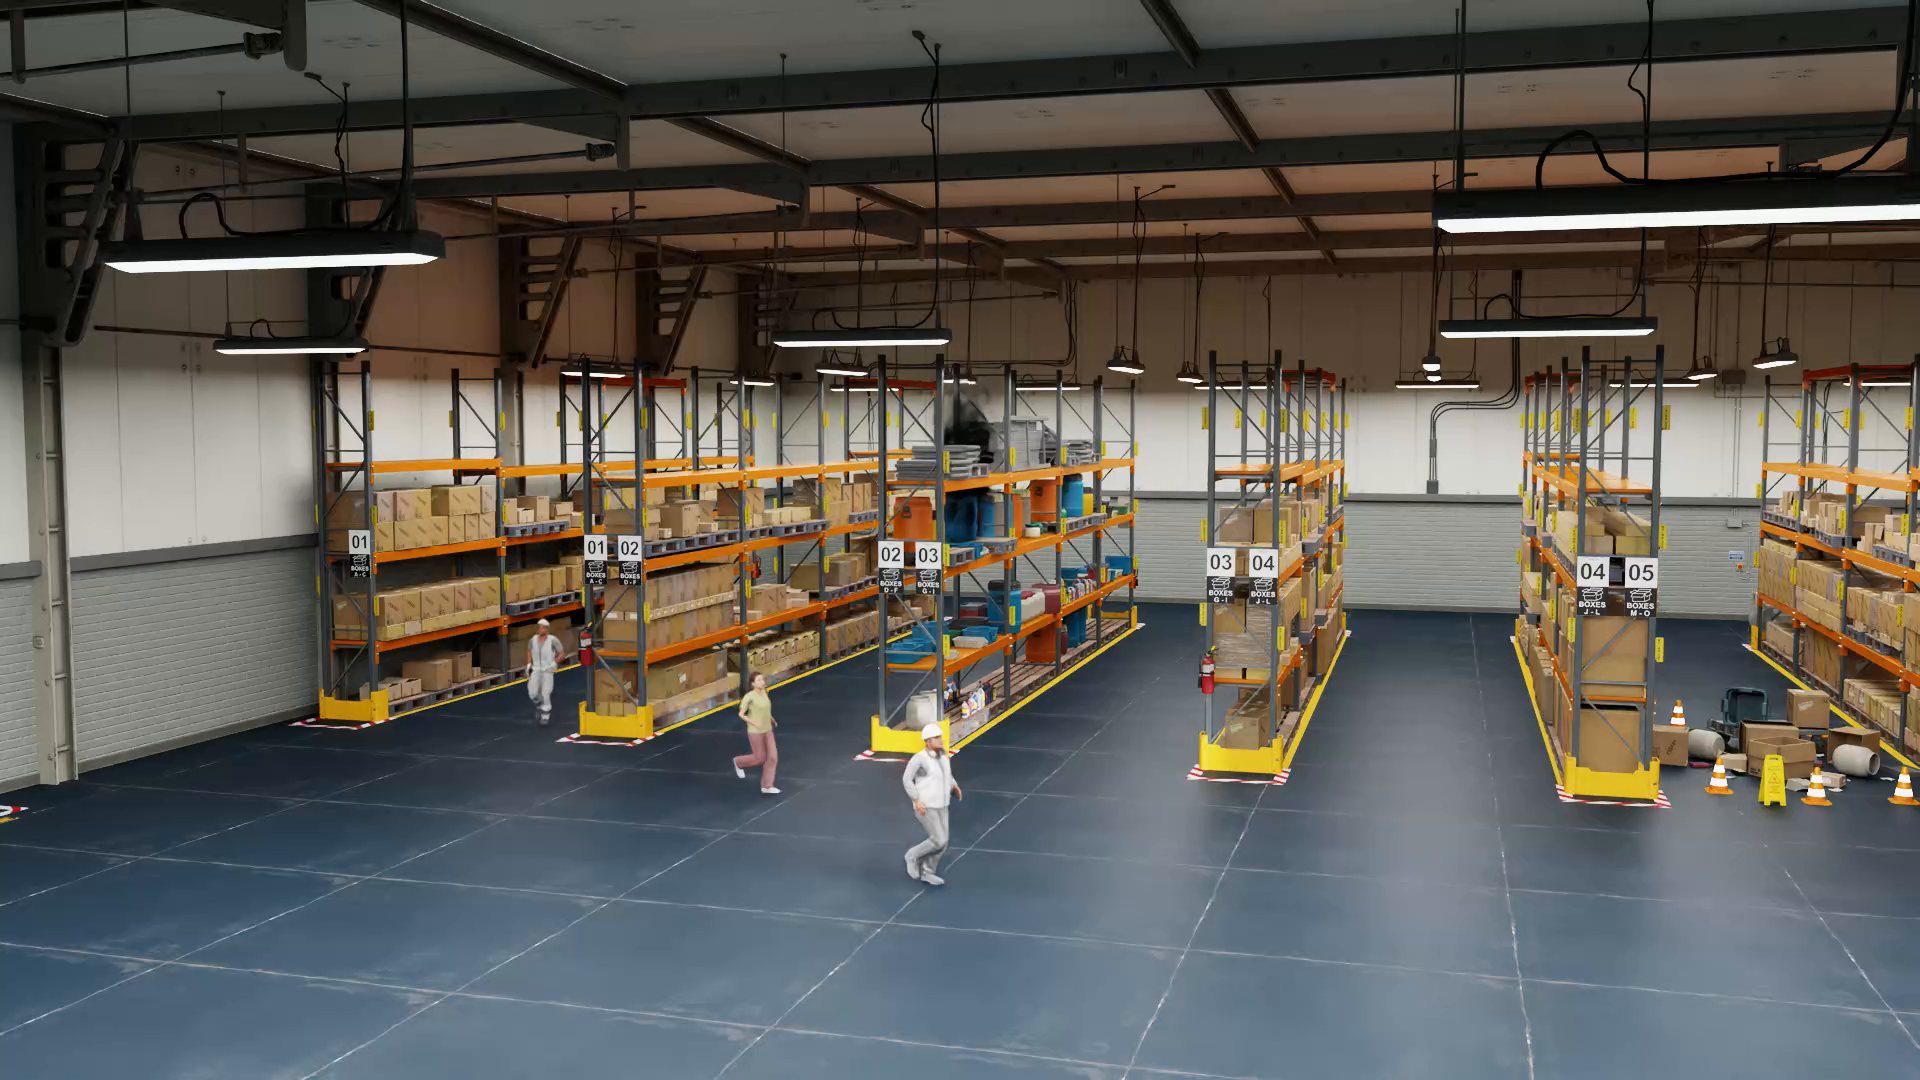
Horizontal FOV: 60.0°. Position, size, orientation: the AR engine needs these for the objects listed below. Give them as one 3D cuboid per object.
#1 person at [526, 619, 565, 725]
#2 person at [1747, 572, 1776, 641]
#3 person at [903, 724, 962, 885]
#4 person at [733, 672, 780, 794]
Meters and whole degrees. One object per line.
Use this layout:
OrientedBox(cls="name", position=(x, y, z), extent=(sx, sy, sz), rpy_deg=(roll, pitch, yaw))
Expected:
OrientedBox(cls="person", position=(-6.857, 2.172, 27.426), extent=(0.667, 1.749, 0.577), rpy_deg=(0, 4, 4))
OrientedBox(cls="person", position=(18.230, 1.506, 37.669), extent=(0.741, 1.695, 0.696), rpy_deg=(3, 5, 40))
OrientedBox(cls="person", position=(-0.287, 2.854, 17.981), extent=(0.575, 1.741, 0.675), rpy_deg=(3, 5, 36))
OrientedBox(cls="person", position=(-2.715, 2.590, 22.485), extent=(0.806, 1.631, 0.593), rpy_deg=(3, 5, 39))
